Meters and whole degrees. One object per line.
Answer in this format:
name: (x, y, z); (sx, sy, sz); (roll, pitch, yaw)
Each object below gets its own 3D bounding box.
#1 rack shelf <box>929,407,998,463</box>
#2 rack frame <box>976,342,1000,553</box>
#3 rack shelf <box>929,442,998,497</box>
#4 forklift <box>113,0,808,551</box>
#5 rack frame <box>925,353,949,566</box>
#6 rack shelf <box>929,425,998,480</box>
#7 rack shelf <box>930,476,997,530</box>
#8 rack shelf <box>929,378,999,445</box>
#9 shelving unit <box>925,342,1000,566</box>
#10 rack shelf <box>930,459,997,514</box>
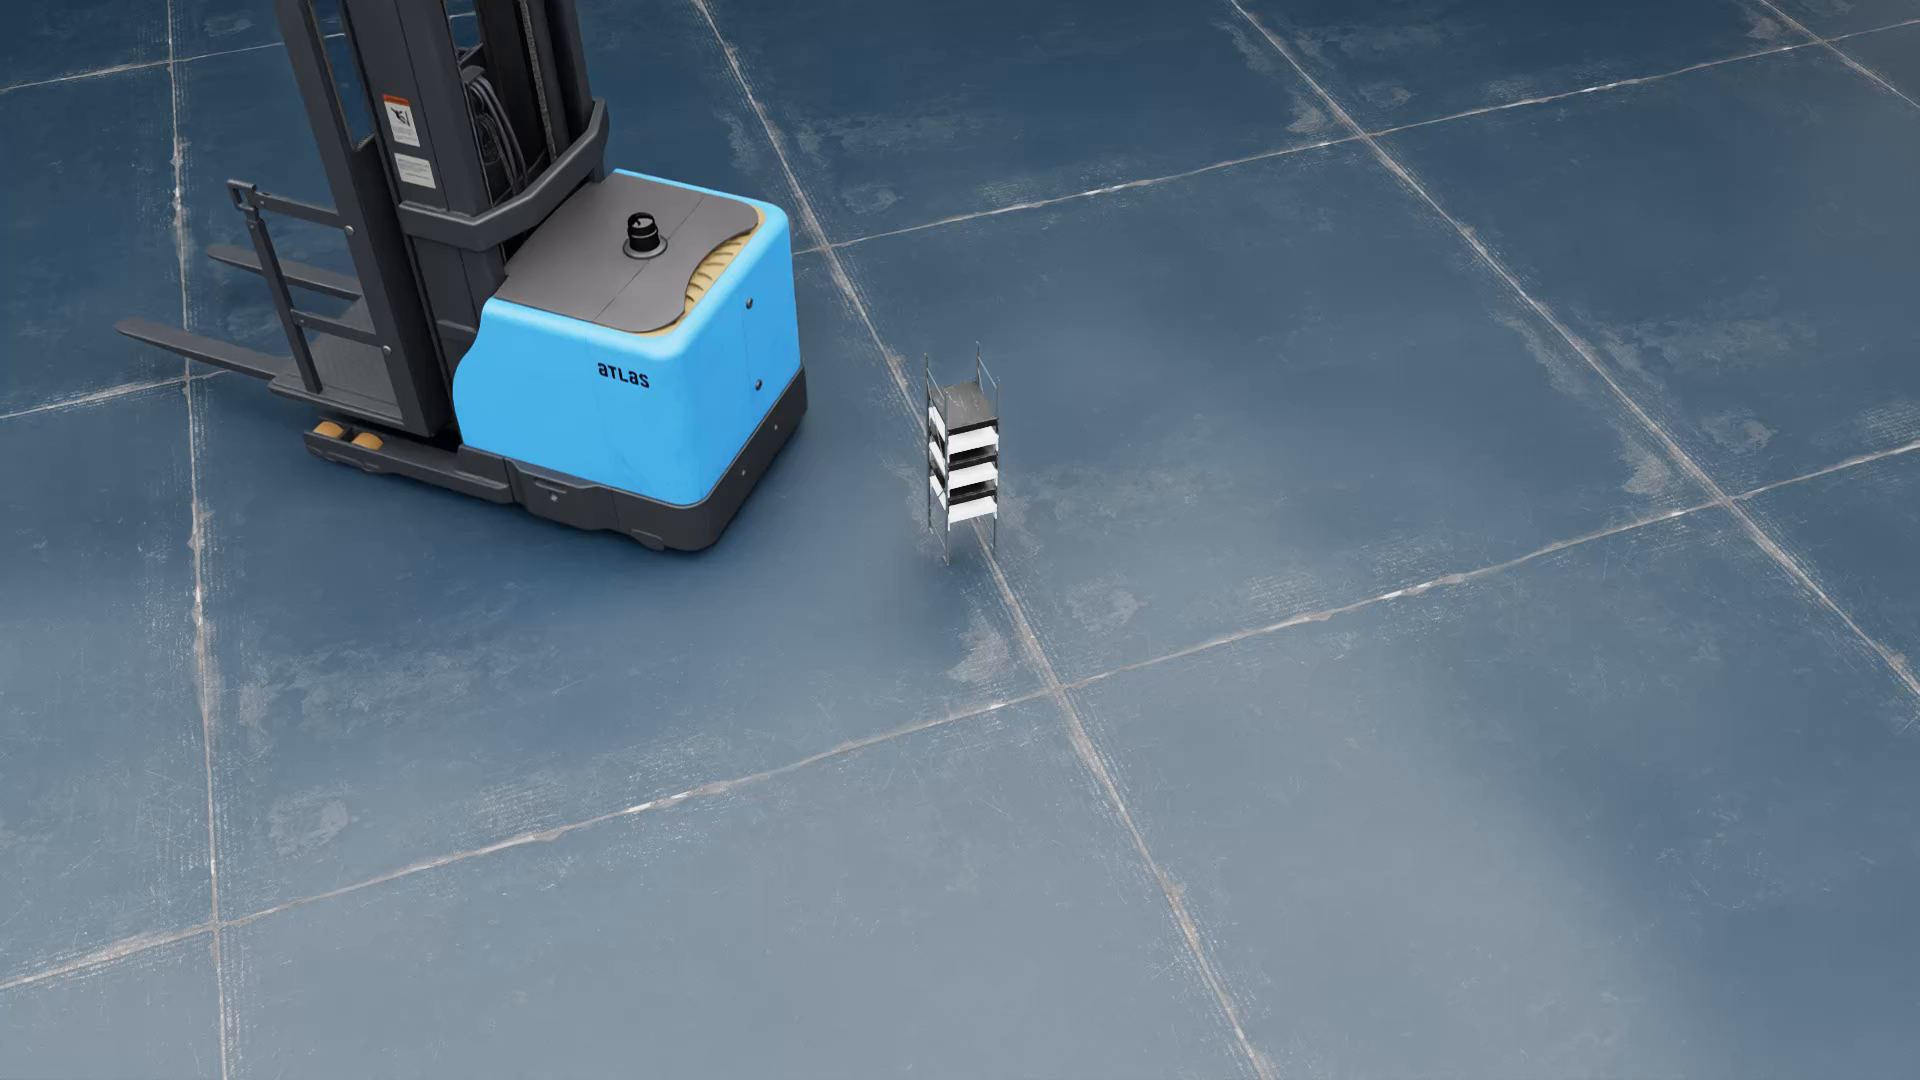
rack shelf: (0.008, -0.423, 6.329); (0.200, 0.077, 0.258); (-14, 47, -14)
rack frame: (0.103, -0.344, 6.458); (0.006, 0.900, 0.240); (-14, 47, -14)
rack shelf: (0.008, -0.296, 6.457); (0.200, 0.077, 0.258); (-14, 47, -14)
forklift: (-2.232, -1.655, 6.330); (3.031, 2.935, 1.130); (16, 47, 15)
rack frame: (-0.088, -0.295, 6.409); (0.006, 0.900, 0.240); (-14, 47, -14)
rack shelf: (0.008, -0.360, 6.393); (0.200, 0.077, 0.258); (-14, 47, -14)
rack shelf: (0.008, -0.169, 6.584); (0.200, 0.077, 0.258); (-14, 47, -14)
rack shelf: (0.008, -0.487, 6.266); (0.200, 0.077, 0.258); (-14, 47, -14)
shelving unit: (0.008, -0.320, 6.433); (0.210, 0.900, 0.258); (-14, 47, -14)
rack shelf: (0.008, -0.233, 6.521); (0.200, 0.077, 0.258); (-14, 47, -14)
